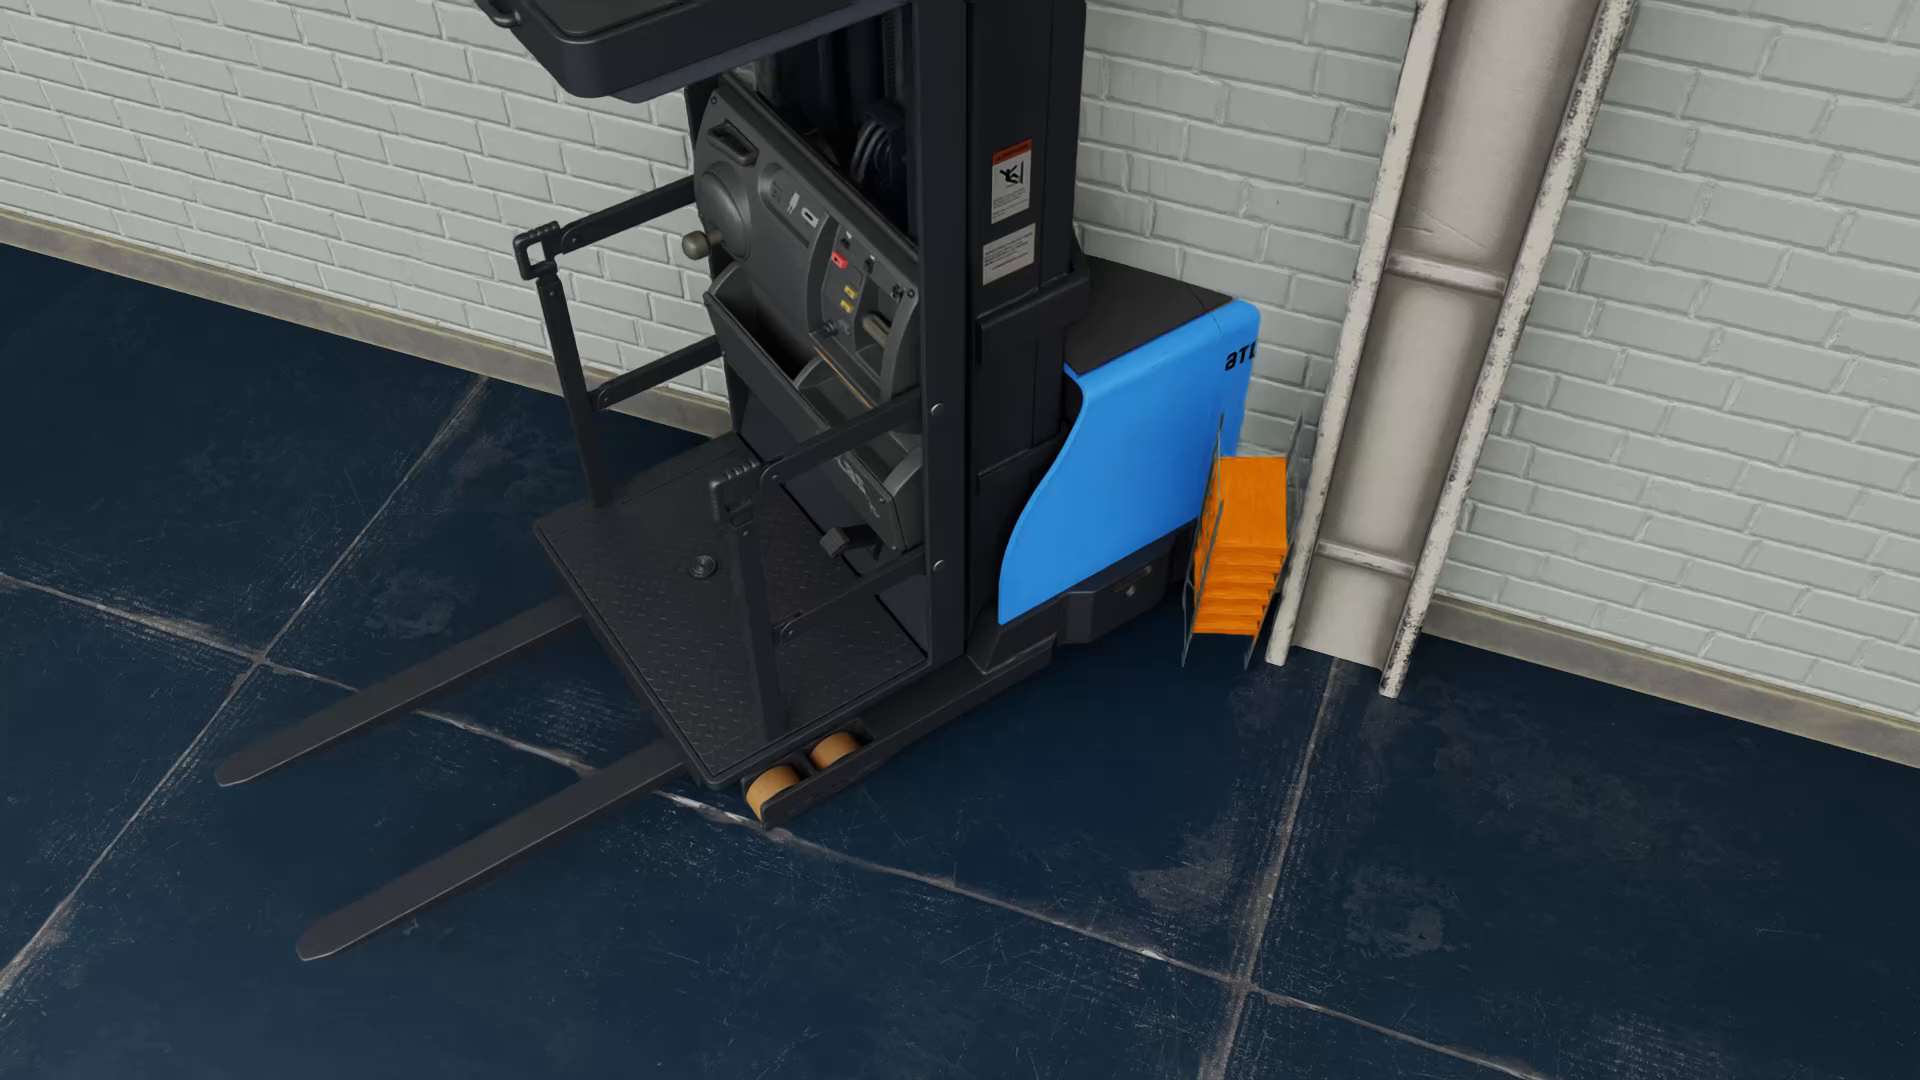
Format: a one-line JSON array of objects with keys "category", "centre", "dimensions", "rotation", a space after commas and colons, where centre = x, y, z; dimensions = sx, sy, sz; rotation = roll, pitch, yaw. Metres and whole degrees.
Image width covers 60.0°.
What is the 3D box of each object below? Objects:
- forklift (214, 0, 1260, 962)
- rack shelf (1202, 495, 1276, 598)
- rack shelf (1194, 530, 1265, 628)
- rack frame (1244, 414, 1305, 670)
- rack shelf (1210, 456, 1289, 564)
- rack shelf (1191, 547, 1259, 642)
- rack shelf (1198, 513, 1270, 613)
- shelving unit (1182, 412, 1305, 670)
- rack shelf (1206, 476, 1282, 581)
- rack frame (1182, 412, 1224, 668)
[{"category": "forklift", "centre": [-0.550, -0.640, 3.865], "dimensions": [3.031, 2.935, 1.130], "rotation": [-28, 55, -22]}, {"category": "rack shelf", "centre": [0.724, 0.013, 4.329], "dimensions": [0.180, 0.103, 0.258], "rotation": [2, 68, 4]}, {"category": "rack shelf", "centre": [0.736, 0.104, 4.550], "dimensions": [0.180, 0.103, 0.258], "rotation": [2, 68, 4]}, {"category": "rack frame", "centre": [0.819, 0.045, 4.392], "dimensions": [0.006, 1.200, 0.240], "rotation": [2, 68, 4]}, {"category": "rack shelf", "centre": [0.713, -0.078, 4.107], "dimensions": [0.180, 0.103, 0.258], "rotation": [2, 68, 4]}, {"category": "rack shelf", "centre": [0.741, 0.149, 4.661], "dimensions": [0.180, 0.103, 0.258], "rotation": [2, 68, 4]}, {"category": "rack shelf", "centre": [0.730, 0.058, 4.439], "dimensions": [0.180, 0.103, 0.258], "rotation": [2, 68, 4]}, {"category": "shelving unit", "centre": [0.728, 0.042, 4.398], "dimensions": [0.189, 1.200, 0.258], "rotation": [2, 68, 4]}, {"category": "rack shelf", "centre": [0.718, -0.032, 4.218], "dimensions": [0.180, 0.103, 0.258], "rotation": [2, 68, 4]}, {"category": "rack frame", "centre": [0.636, 0.038, 4.404], "dimensions": [0.006, 1.200, 0.240], "rotation": [2, 68, 4]}]
